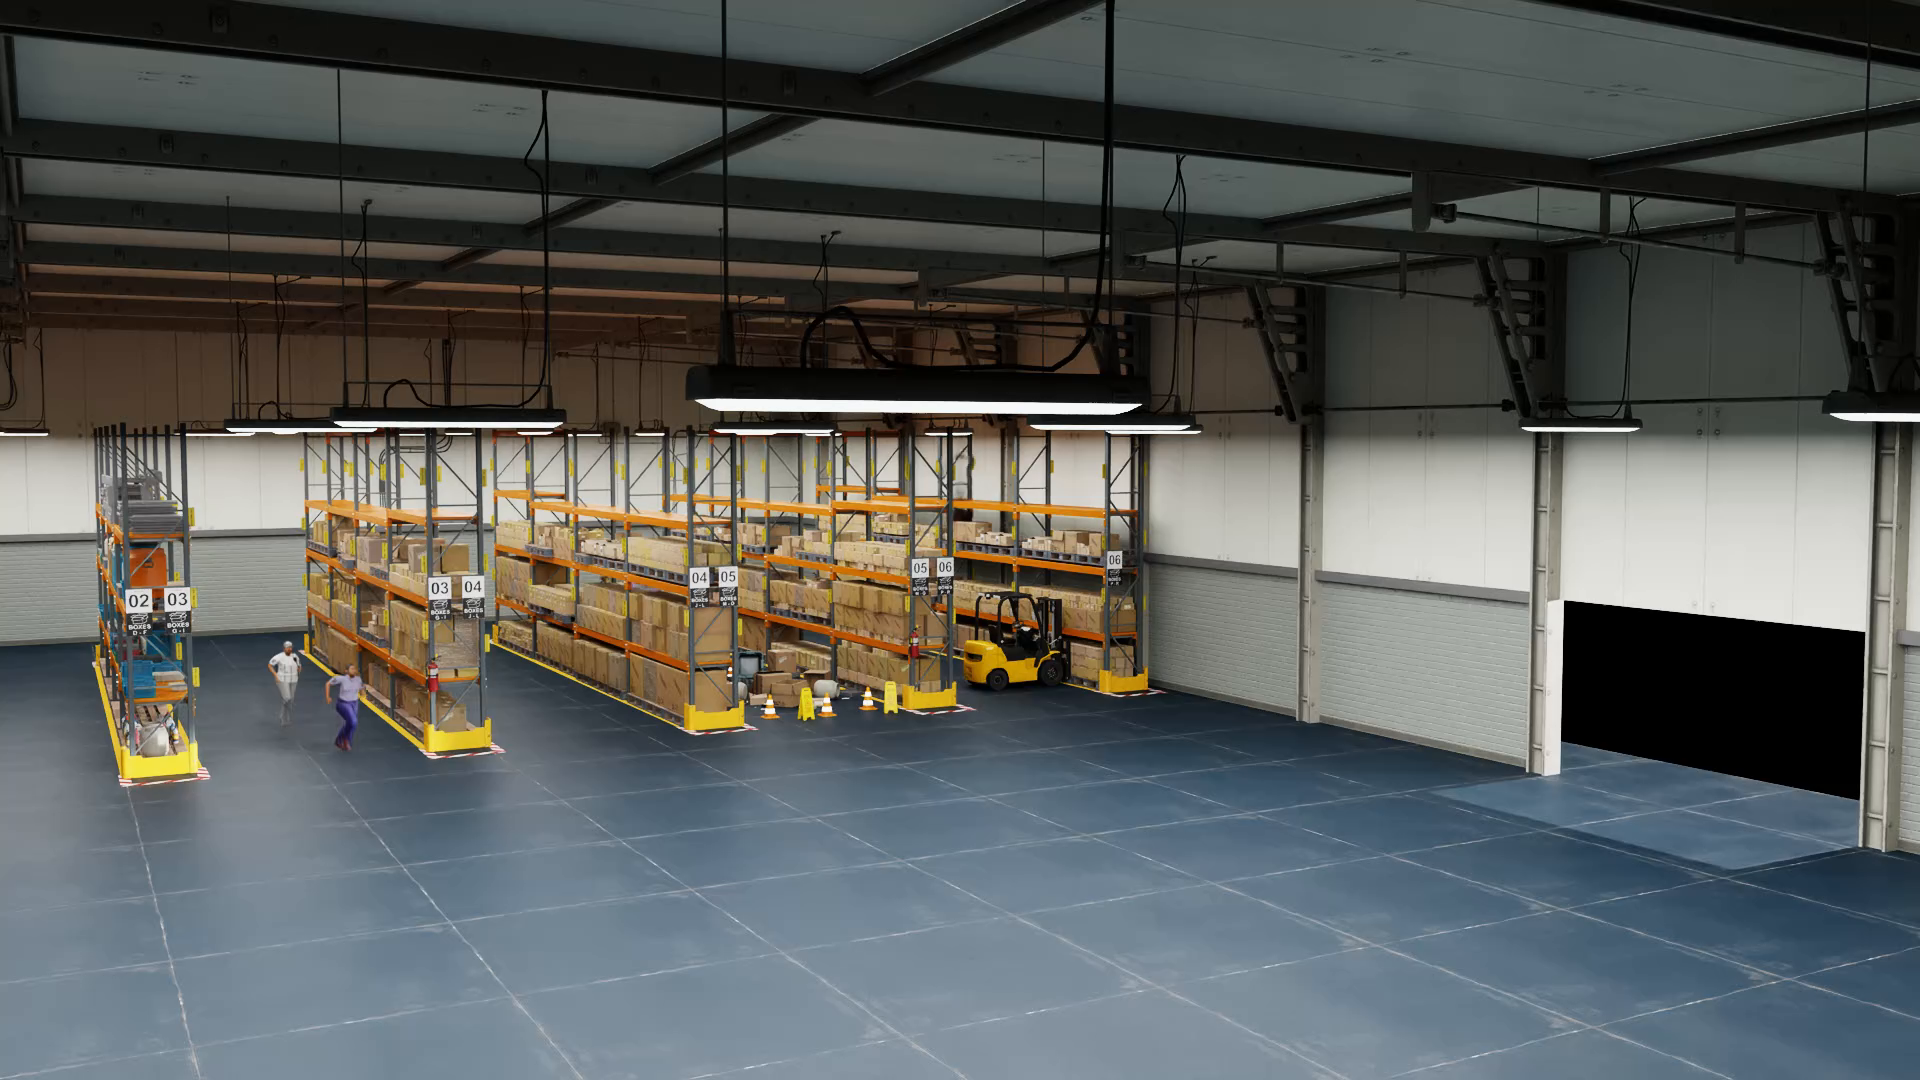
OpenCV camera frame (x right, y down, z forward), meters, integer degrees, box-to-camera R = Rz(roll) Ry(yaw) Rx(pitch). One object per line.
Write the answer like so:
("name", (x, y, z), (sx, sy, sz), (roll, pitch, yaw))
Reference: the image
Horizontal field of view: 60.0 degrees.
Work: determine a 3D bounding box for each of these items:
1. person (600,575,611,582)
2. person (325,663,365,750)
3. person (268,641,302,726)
("person", (-10.583, 1.833, 49.542), (0.801, 1.819, 0.695), (-2, 4, -27))
("person", (-11.223, 3.054, 30.481), (0.759, 1.599, 0.637), (2, 4, 34))
("person", (-13.511, 2.885, 33.409), (0.721, 1.711, 0.581), (3, 5, 40))
